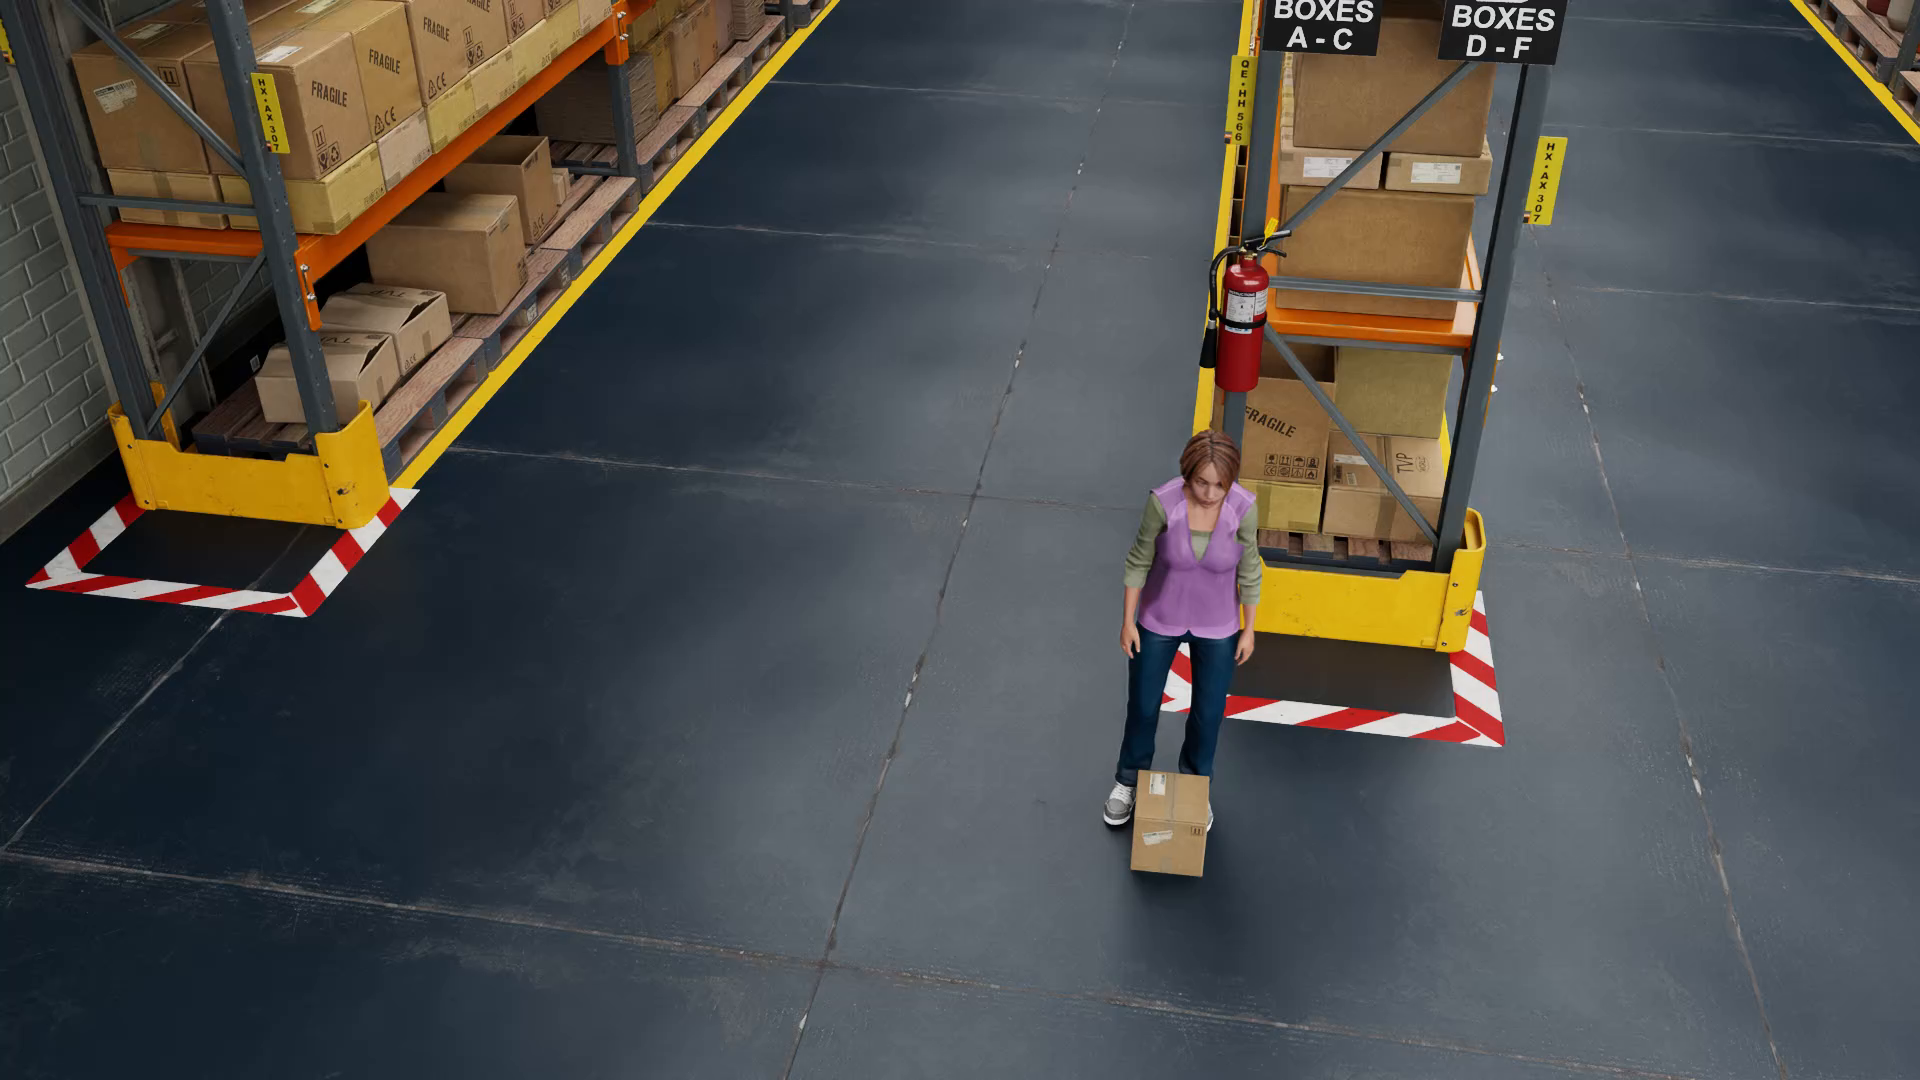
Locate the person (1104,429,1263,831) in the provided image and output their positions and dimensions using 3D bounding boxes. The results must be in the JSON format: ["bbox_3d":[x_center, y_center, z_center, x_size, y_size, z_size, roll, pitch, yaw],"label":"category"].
[{"bbox_3d":[0.772,0.303,5.679,0.483,1.592,0.347,3,33,5],"label":"person"}]
